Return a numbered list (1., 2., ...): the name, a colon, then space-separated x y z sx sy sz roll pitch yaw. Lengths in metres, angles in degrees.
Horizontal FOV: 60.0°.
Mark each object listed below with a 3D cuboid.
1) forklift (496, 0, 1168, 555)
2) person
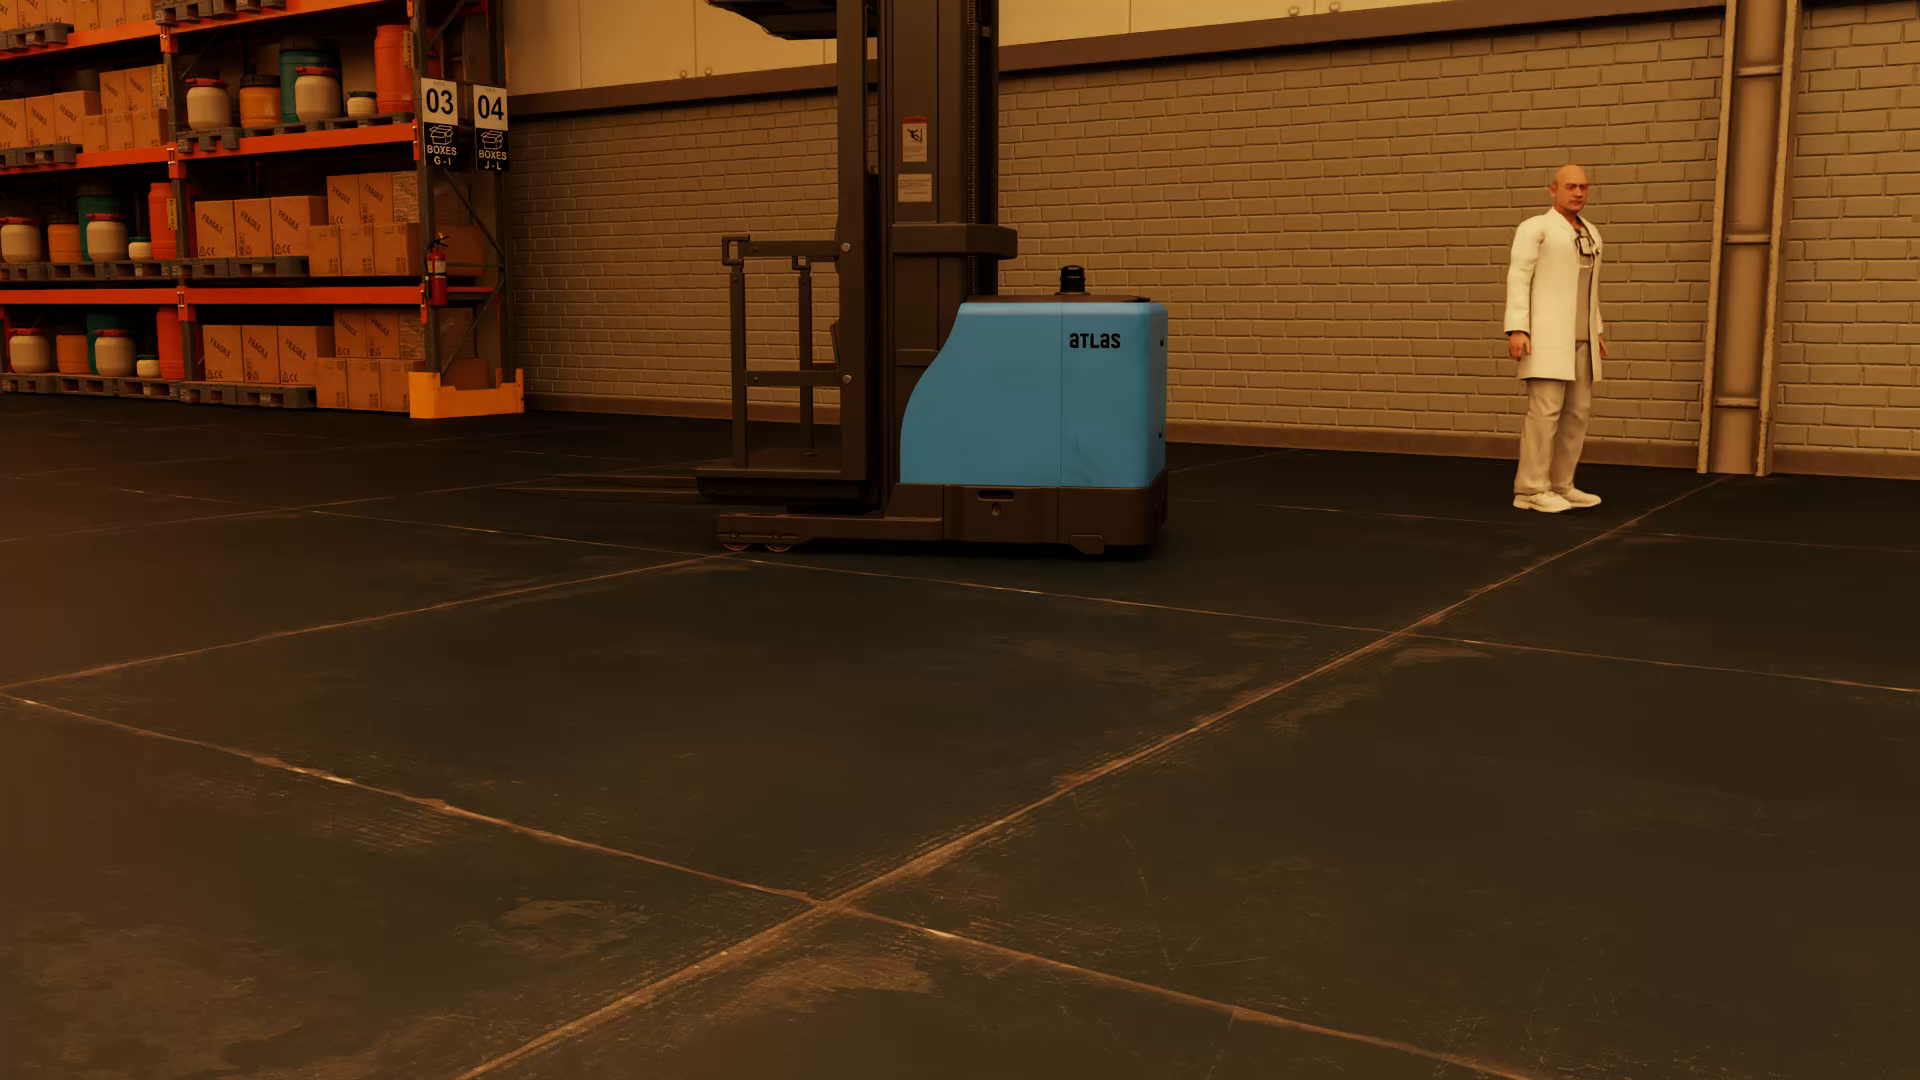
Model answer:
1. forklift: -0.596 -1.469 7.520 3.031 2.935 1.130 2 8 12
2. person: 3.159 -1.049 8.662 0.670 1.781 0.435 -5 9 -30
